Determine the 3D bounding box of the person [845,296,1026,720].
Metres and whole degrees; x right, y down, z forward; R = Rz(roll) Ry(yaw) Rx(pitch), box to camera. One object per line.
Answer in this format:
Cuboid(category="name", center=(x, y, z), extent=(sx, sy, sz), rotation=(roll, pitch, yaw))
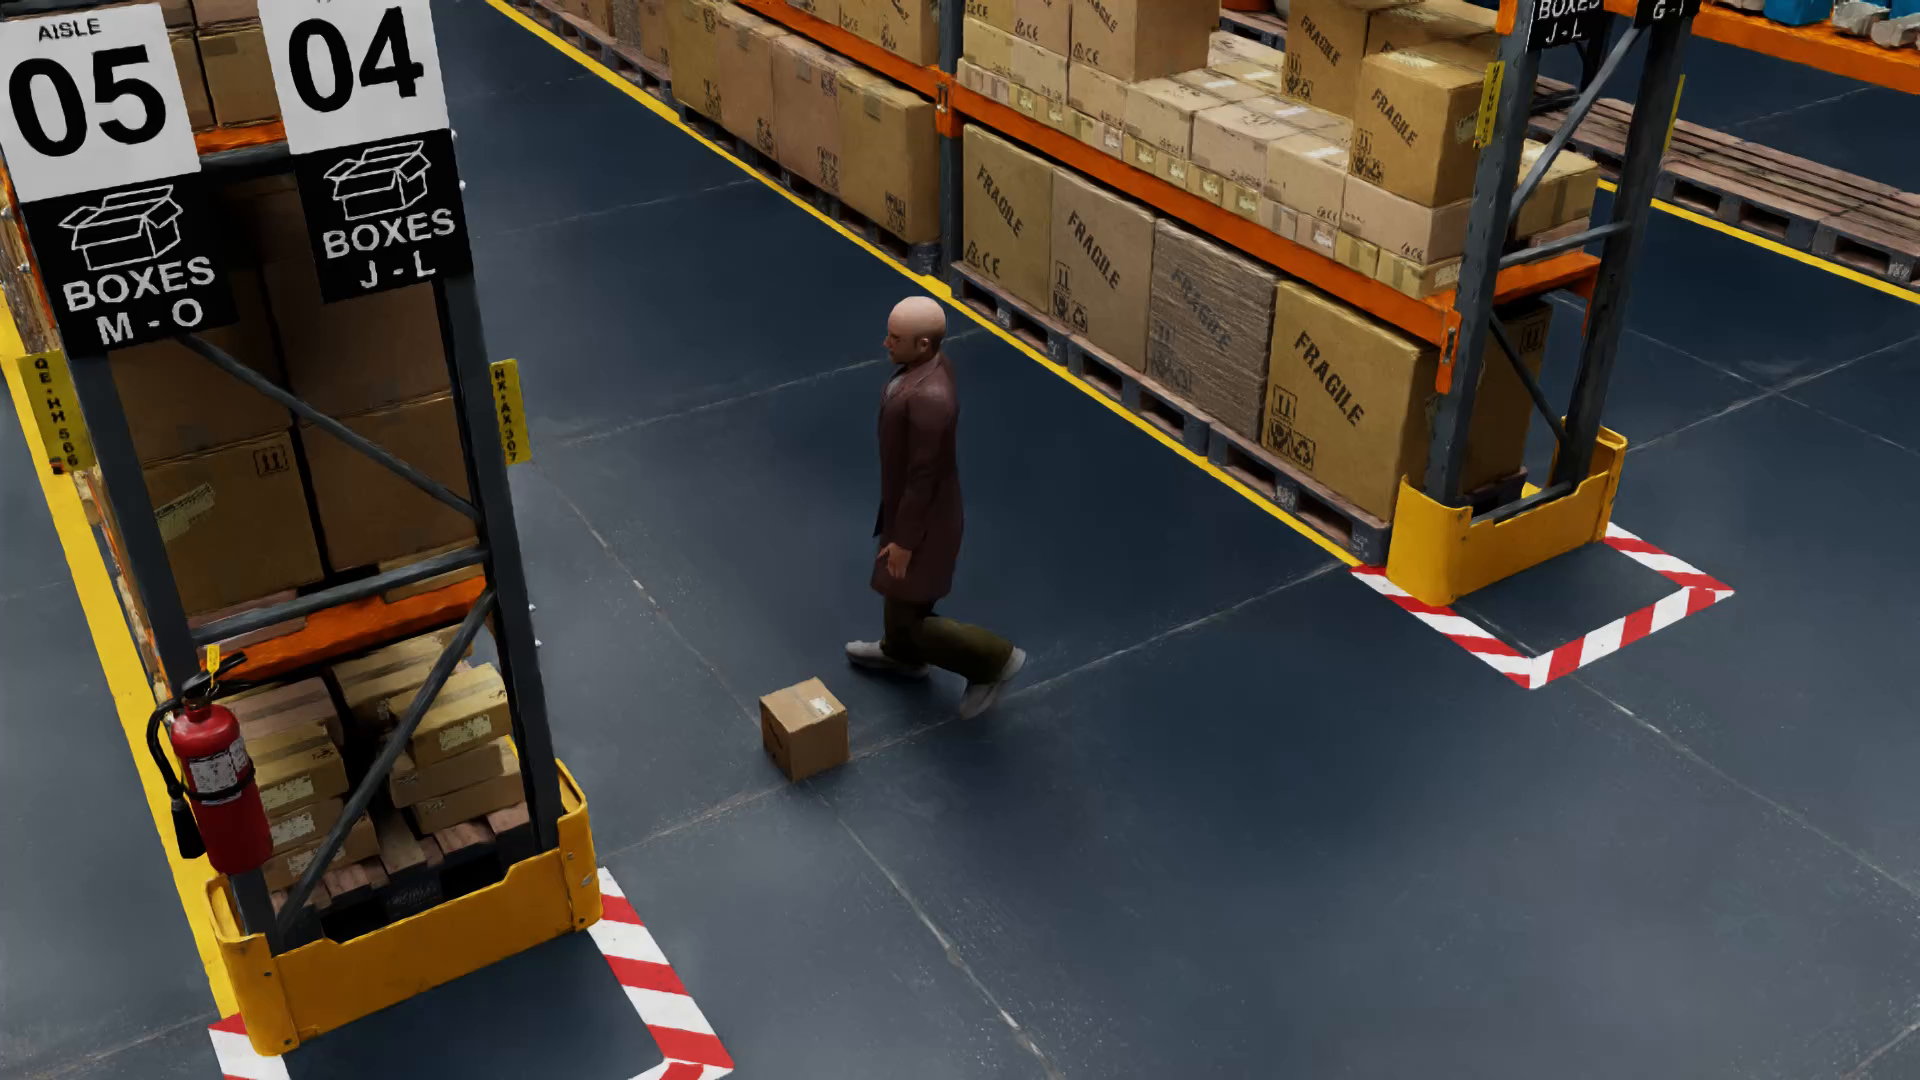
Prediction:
Cuboid(category="person", center=(-0.104, -0.107, 6.289), extent=(0.704, 1.771, 0.695), rotation=(-3, 32, -4))
